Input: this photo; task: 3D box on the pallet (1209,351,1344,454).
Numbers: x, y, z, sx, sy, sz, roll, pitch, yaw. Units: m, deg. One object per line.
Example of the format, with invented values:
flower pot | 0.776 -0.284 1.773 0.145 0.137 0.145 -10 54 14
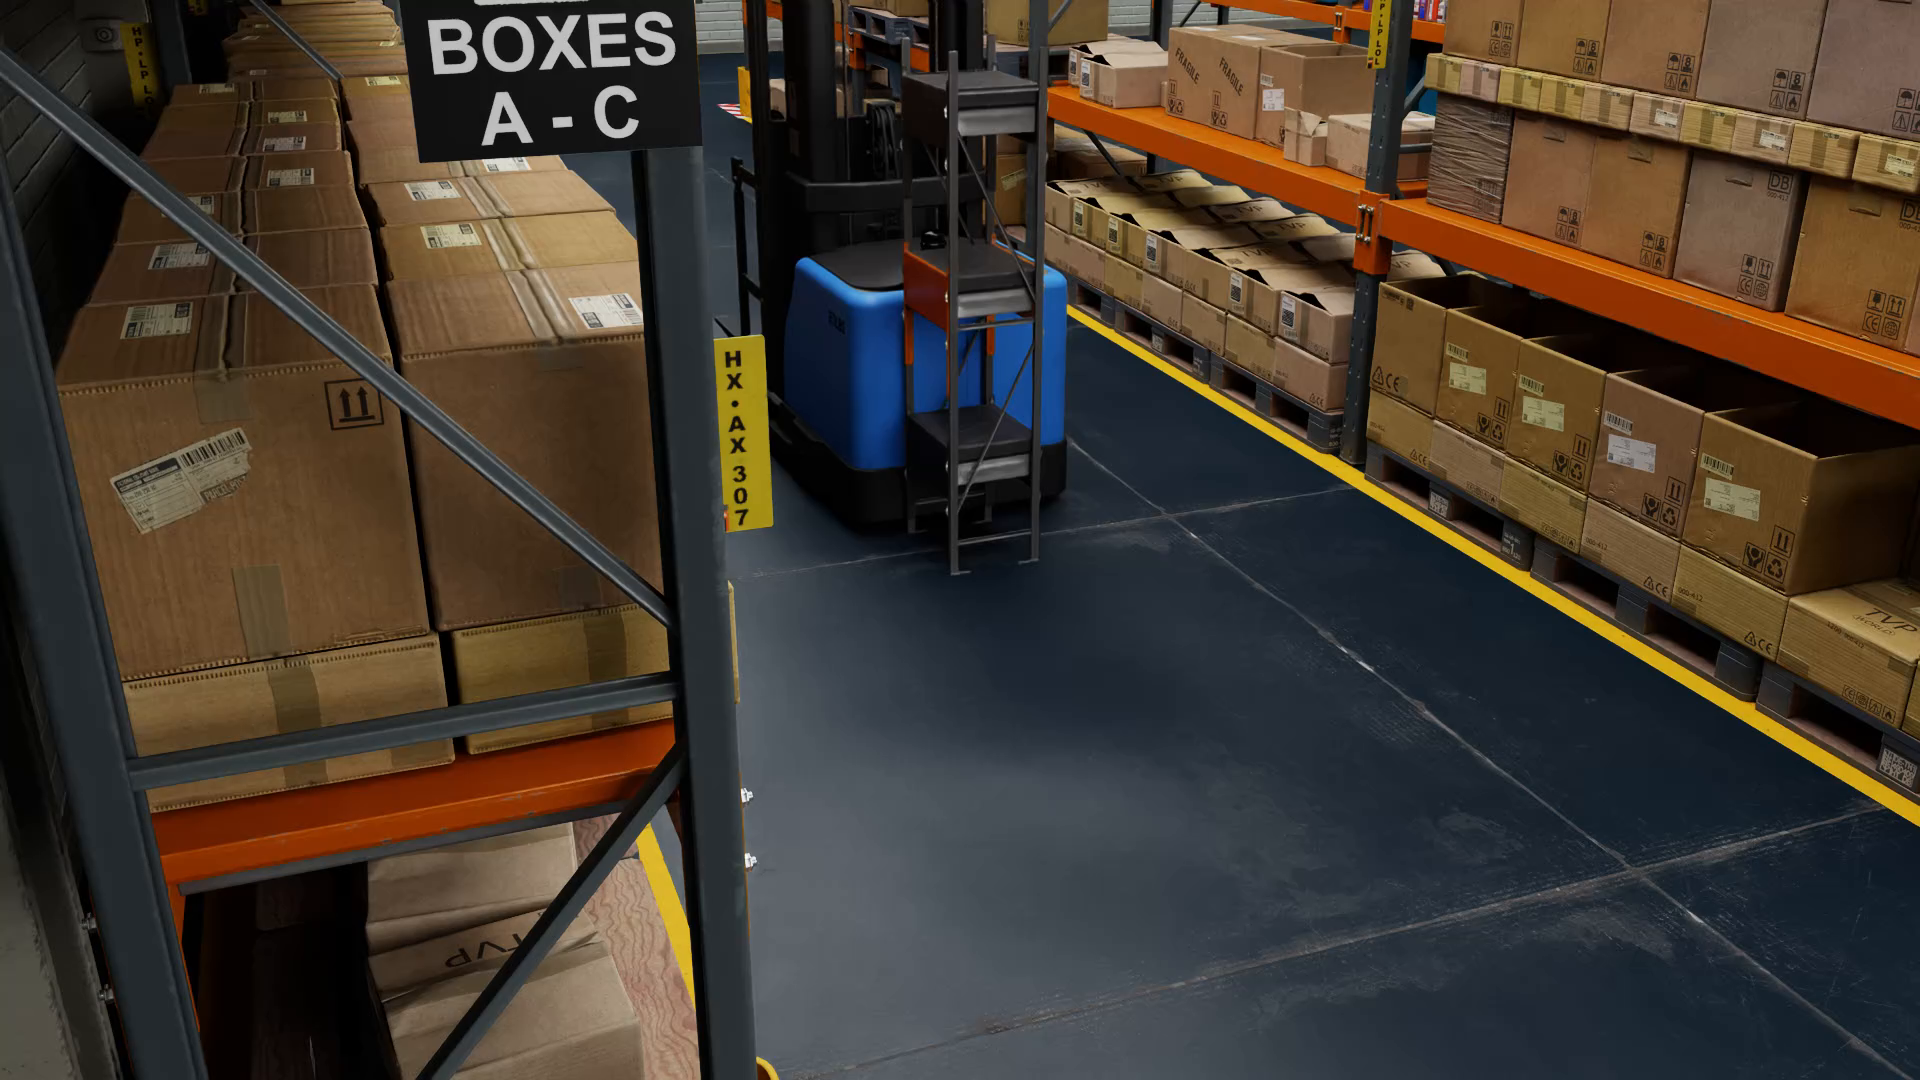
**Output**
pallet | 2.060 -0.805 8.889 1.003 0.211 1.213 -8 24 -19

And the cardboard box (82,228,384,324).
cardboard box | -1.397 -0.306 3.315 0.500 0.500 0.500 -8 24 -18

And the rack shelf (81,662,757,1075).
rack shelf | -1.570 -0.089 4.525 1.077 0.370 4.000 -8 24 -19

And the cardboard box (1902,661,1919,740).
cardboard box | 3.304 0.545 5.095 0.500 0.250 0.500 -8 24 -19

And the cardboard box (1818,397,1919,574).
cardboard box | 3.421 -0.233 5.975 0.500 0.500 0.500 -8 24 -19

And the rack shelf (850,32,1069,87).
rack shelf | 0.237 -3.677 13.037 1.077 0.370 4.000 -8 24 -19

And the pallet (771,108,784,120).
pallet | -1.573 -4.586 17.859 1.003 0.211 1.213 -8 24 -19

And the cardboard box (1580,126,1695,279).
cardboard box | 2.885 -1.340 6.439 0.700 0.500 0.500 -8 24 -18

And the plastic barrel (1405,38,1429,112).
plastic barrel | 4.342 -4.440 16.082 0.600 0.901 0.708 -8 24 -19

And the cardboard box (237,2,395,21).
cardboard box | -3.291 -2.480 8.578 0.700 0.500 0.500 -11 25 -24

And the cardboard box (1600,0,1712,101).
cardboard box | 2.875 -1.946 6.206 0.700 0.500 0.500 -8 24 -19

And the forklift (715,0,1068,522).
forklift | -0.547 -1.969 8.149 1.130 2.935 3.031 -9 25 -21

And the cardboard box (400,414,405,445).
cardboard box | -1.110 -0.227 4.094 0.500 0.250 0.500 -9 24 -20

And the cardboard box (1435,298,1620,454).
cardboard box | 2.411 -0.708 7.102 0.500 0.500 0.500 -8 24 -19

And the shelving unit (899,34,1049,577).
shelving unit | 0.049 -0.934 6.762 0.431 2.100 0.503 -9 25 -21

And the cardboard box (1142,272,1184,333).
cardboard box | 1.402 -1.420 9.757 0.500 0.250 0.500 -8 24 -18

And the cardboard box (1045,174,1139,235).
cardboard box | 0.854 -2.236 10.970 0.500 0.311 0.500 -7 24 -17

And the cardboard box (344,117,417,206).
cardboard box | -1.471 -0.938 4.816 0.500 0.500 0.500 -9 24 -21

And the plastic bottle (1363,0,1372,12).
plastic bottle | 3.896 -5.167 15.798 0.061 0.283 0.133 -8 24 -19

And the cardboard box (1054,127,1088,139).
cardboard box | 0.687 -2.909 12.942 0.500 0.500 0.500 -9 24 -20

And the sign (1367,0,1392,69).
sign | 1.852 -2.247 7.330 0.100 0.325 0.005 -8 24 -19

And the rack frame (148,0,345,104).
rack frame | -2.276 -1.147 6.109 1.000 3.000 0.127 -8 24 -19

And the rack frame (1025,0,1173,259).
rack frame | 0.943 -3.281 11.173 1.000 3.000 0.127 -8 24 -19

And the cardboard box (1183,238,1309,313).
cardboard box | 1.581 -1.490 9.202 0.500 0.311 0.500 -8 24 -19

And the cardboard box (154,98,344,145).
cardboard box | -2.127 -1.045 5.068 0.500 0.500 0.500 -8 24 -19

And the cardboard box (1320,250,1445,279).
cardboard box | 2.272 -1.380 8.939 0.500 0.311 0.500 -9 24 -20

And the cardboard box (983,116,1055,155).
cardboard box | 0.370 -3.005 12.205 0.500 0.250 0.500 -7 24 -17

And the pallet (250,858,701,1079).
pallet | -1.144 1.264 3.980 1.003 0.211 1.213 -8 24 -19

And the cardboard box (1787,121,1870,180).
cardboard box | 2.998 -1.303 5.514 0.380 0.149 0.250 -8 24 -18

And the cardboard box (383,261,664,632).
cardboard box | -0.751 -0.194 3.050 0.500 0.500 0.500 -8 24 -19

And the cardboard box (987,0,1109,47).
cardboard box | 0.616 -3.734 11.578 0.700 0.500 0.500 -18 29 -36

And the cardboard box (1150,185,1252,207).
cardboard box | 1.549 -2.122 10.699 0.500 0.311 0.500 -9 24 -20

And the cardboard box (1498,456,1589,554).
cardboard box | 2.580 -0.180 6.814 0.500 0.250 0.500 -8 24 -19

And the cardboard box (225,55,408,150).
cardboard box | -2.424 -1.585 6.454 0.700 0.500 0.500 -8 24 -19

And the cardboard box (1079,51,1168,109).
cardboard box | 1.078 -2.889 10.356 0.500 0.311 0.500 -9 24 -20

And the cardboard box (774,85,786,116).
cardboard box | -1.603 -4.524 17.095 0.500 0.250 0.500 -8 24 -19

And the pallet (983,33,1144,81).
pallet | 0.638 -3.430 11.772 1.213 0.211 1.003 -8 24 -19

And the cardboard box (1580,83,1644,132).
cardboard box | 2.632 -1.678 6.404 0.380 0.149 0.250 -9 25 -21

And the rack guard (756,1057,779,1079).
rack guard | -0.890 1.431 3.212 1.175 0.500 0.348 -8 24 -19

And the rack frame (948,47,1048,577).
rack frame | 0.142 -0.846 6.554 0.400 2.100 0.015 -9 25 -21

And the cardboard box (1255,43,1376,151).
cardboard box | 1.914 -2.347 8.827 0.500 0.500 0.500 -7 24 -15

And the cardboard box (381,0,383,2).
cardboard box | -3.622 -3.004 9.978 0.500 0.500 0.500 -8 24 -17

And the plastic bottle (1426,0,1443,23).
plastic bottle | 4.300 -4.799 14.934 0.152 0.276 0.135 -8 24 -19

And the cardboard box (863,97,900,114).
cardboard box | -0.527 -3.576 14.525 0.500 0.500 0.500 -9 25 -21

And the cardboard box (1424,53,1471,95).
cardboard box | 2.270 -2.049 7.285 0.380 0.149 0.250 -8 24 -19
